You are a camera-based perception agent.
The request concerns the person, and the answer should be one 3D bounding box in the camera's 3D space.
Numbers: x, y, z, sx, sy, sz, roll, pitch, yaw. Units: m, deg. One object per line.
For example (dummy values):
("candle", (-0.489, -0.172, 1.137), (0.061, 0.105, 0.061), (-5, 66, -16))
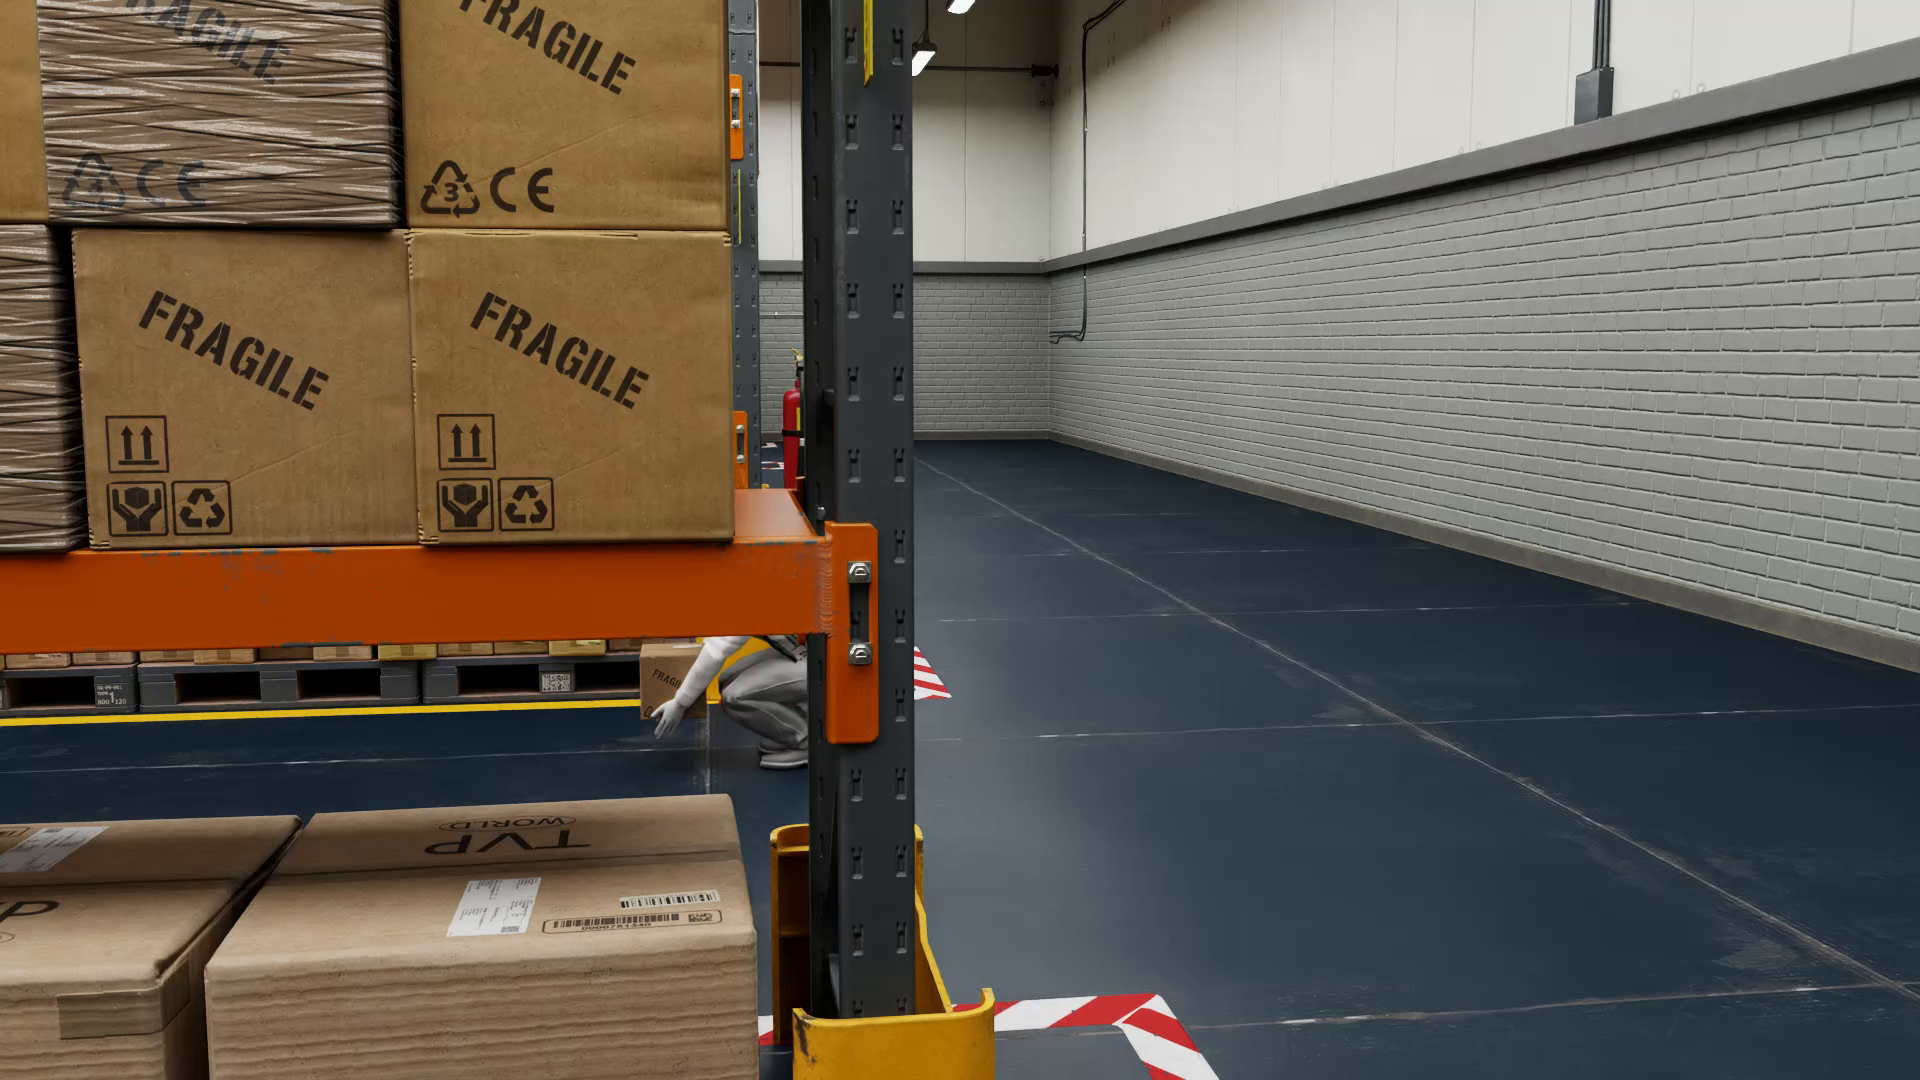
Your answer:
("person", (-0.794, 0.397, 6.517), (0.827, 0.967, 0.497), (-1, 7, -9))
